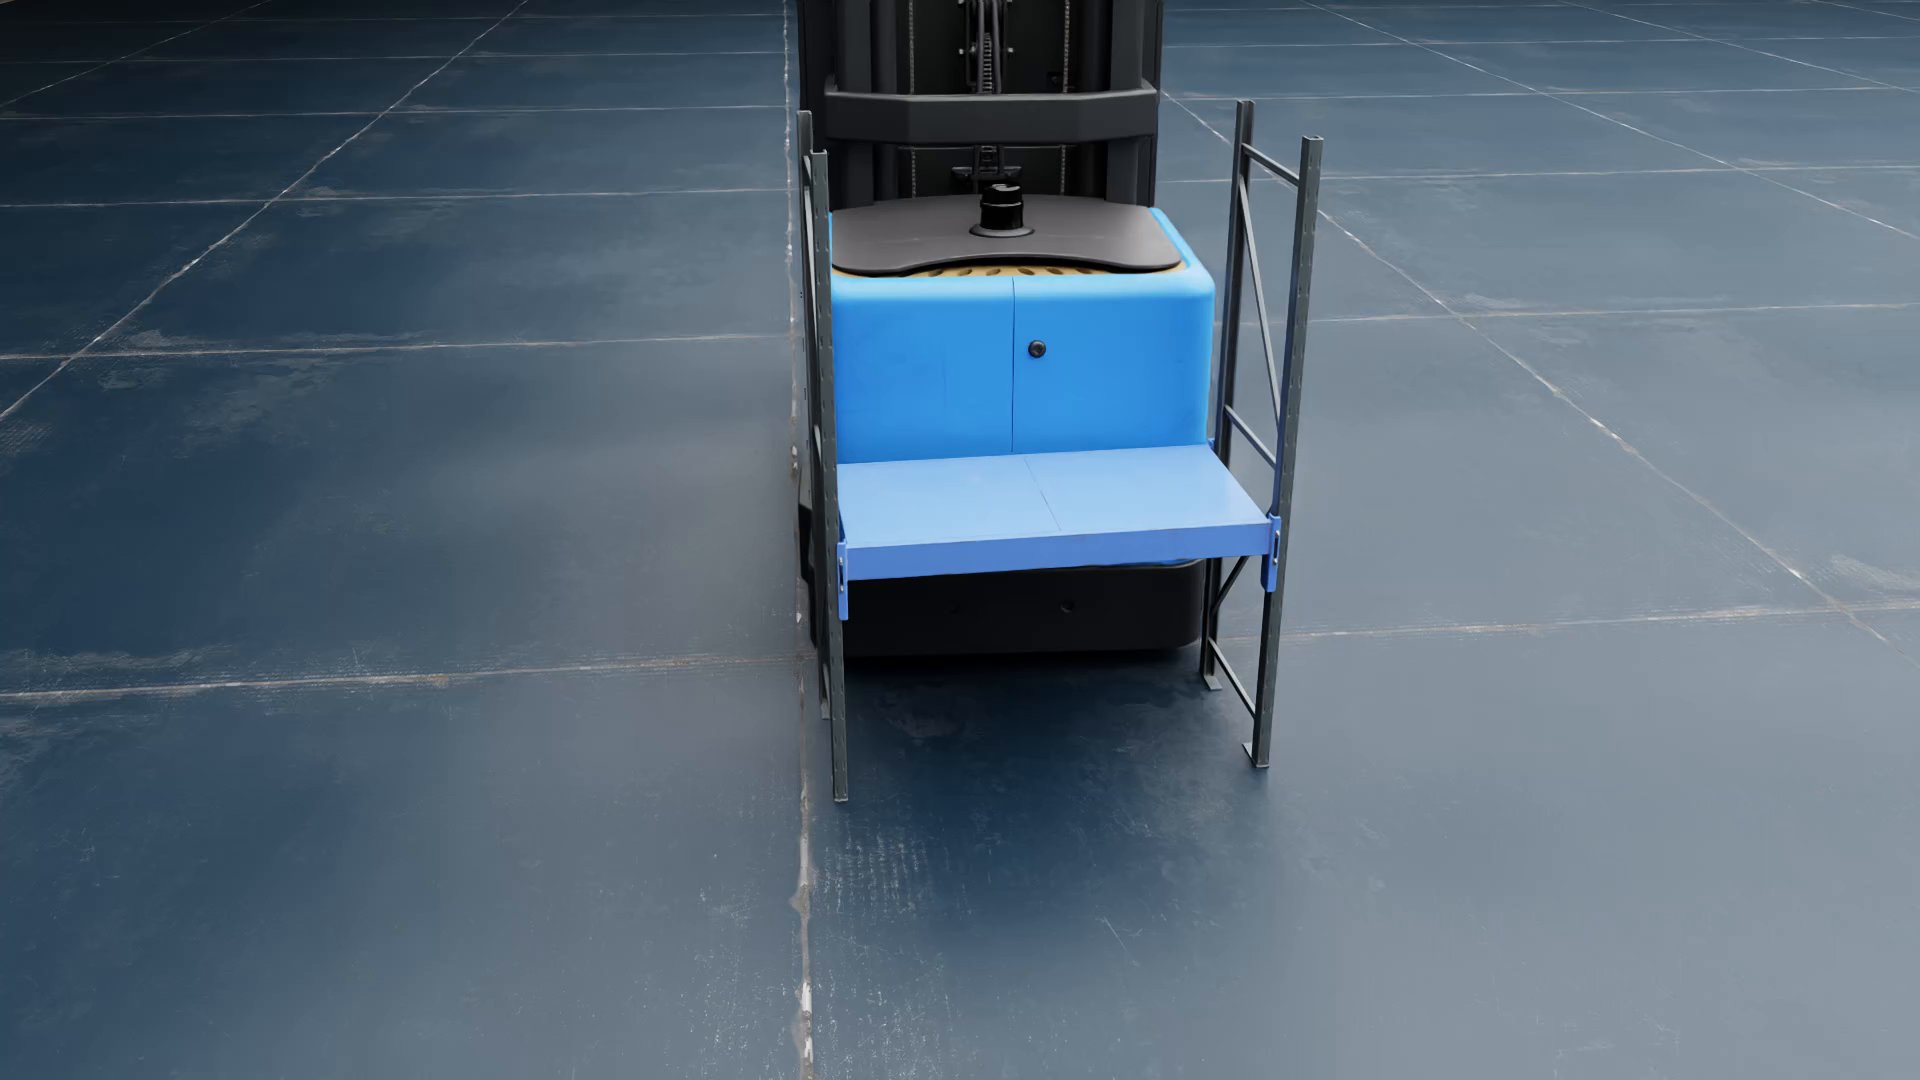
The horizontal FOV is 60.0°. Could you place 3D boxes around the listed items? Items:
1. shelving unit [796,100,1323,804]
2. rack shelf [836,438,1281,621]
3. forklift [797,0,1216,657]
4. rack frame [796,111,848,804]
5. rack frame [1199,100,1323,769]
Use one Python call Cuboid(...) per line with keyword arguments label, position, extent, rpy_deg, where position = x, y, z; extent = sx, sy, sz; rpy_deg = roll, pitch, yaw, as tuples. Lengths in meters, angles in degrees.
Cuboid(label="shelving unit", position=(0.190, -0.203, 3.861), extent=(1.048, 1.500, 0.538), rpy_deg=(-3, 24, -8))
Cuboid(label="rack shelf", position=(0.190, -0.039, 3.934), extent=(1.000, 0.185, 0.538), rpy_deg=(-3, 24, -8))
Cuboid(label="forklift", position=(0.046, -1.588, 5.214), extent=(1.130, 2.935, 3.031), rpy_deg=(-1, 24, -3))
Cuboid(label="rack frame", position=(-0.313, -0.173, 3.793), extent=(0.032, 1.500, 0.500), rpy_deg=(-3, 24, -8))
Cuboid(label="rack frame", position=(0.693, -0.234, 3.929), extent=(0.032, 1.500, 0.500), rpy_deg=(-3, 24, -8))
